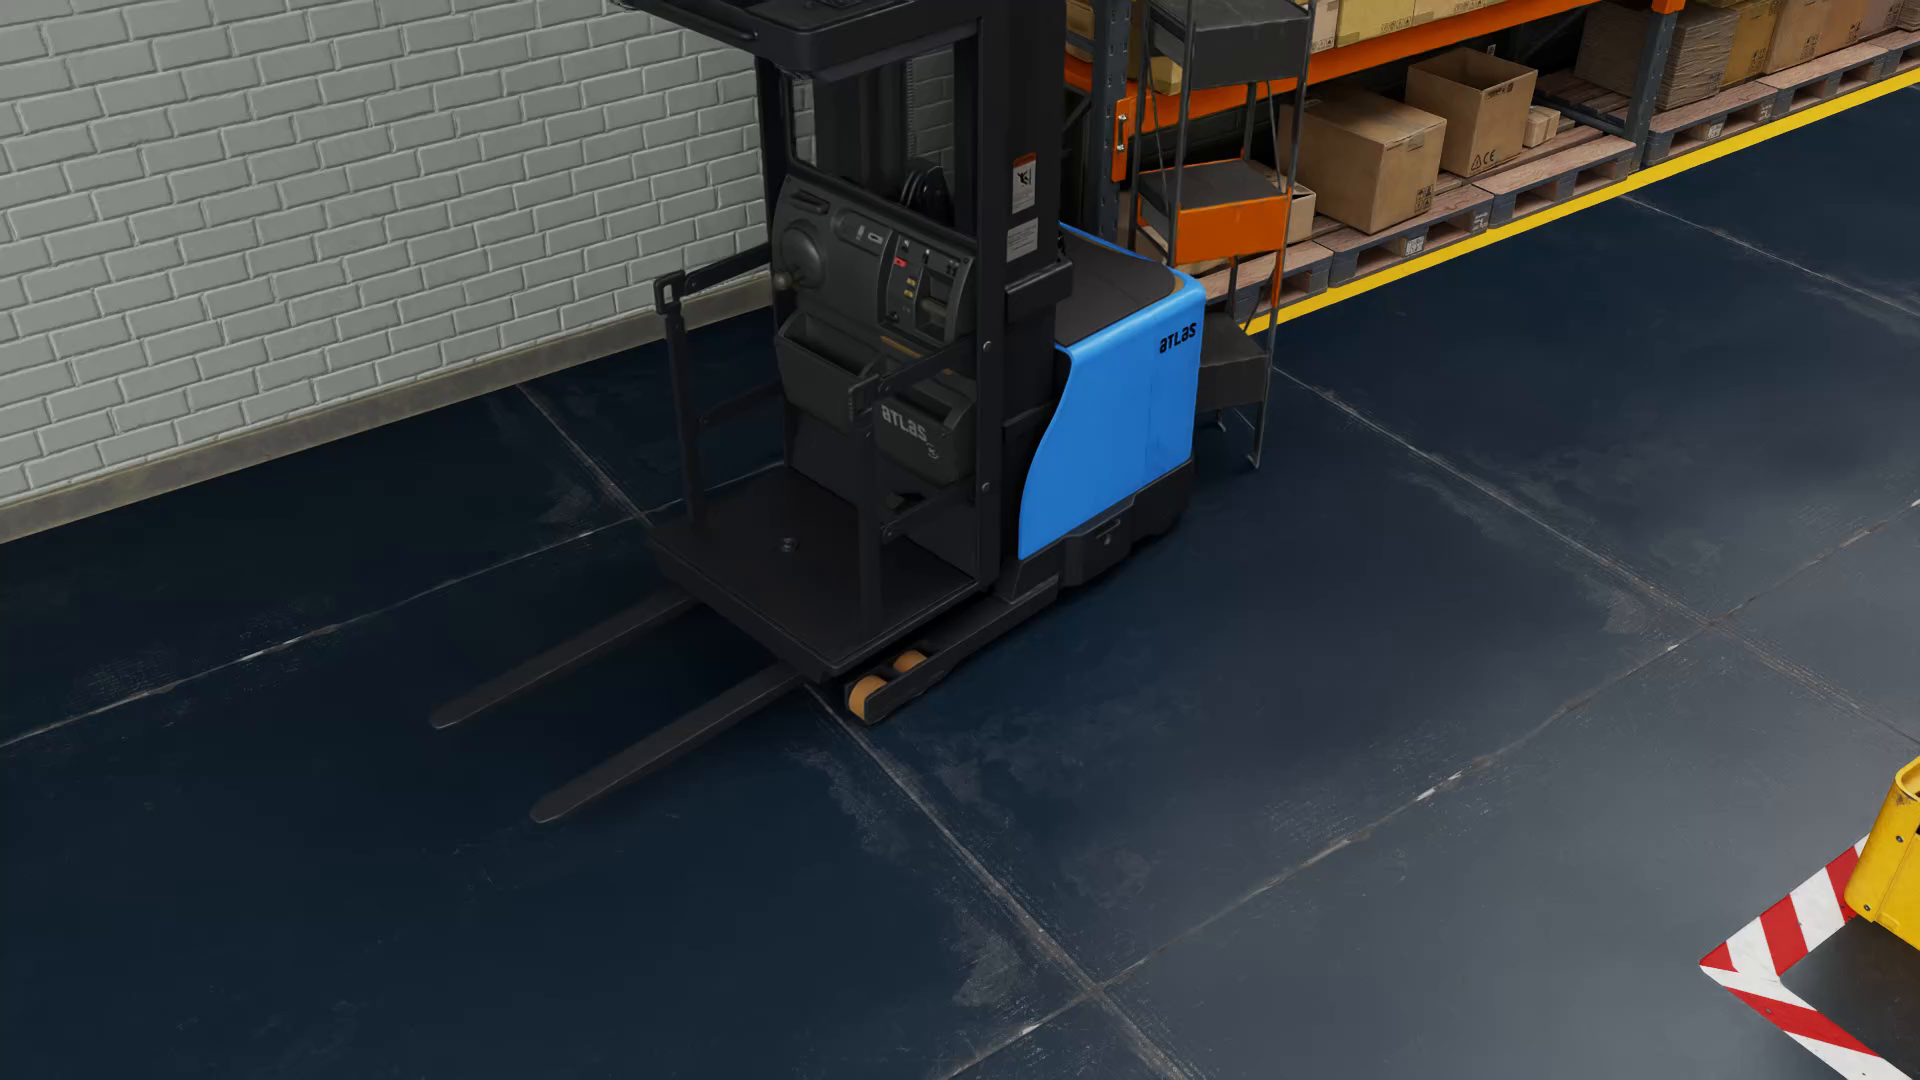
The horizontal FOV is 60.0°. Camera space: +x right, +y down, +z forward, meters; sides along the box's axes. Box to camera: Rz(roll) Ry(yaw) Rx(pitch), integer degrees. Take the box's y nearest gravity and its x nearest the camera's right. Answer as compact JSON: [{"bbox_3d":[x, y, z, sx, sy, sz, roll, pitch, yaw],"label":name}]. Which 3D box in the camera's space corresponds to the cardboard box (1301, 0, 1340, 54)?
[{"bbox_3d":[1.372,-2.392,7.619,0.500,0.250,0.500,-24,42,-29],"label":"cardboard box"}]

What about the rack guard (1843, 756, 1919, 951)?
[{"bbox_3d":[3.211,1.135,4.744,0.348,0.500,1.175,-22,41,-28],"label":"rack guard"}]

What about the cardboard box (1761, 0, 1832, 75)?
[{"bbox_3d":[5.069,-3.366,10.625,0.500,0.500,0.700,-22,41,-27],"label":"cardboard box"}]

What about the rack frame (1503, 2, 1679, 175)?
[{"bbox_3d":[3.643,-3.597,9.182,0.127,3.000,1.000,-22,41,-28],"label":"rack frame"}]

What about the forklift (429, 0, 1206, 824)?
[{"bbox_3d":[-0.457,-0.889,5.476,3.031,2.935,1.130,-30,45,-35],"label":"forklift"}]

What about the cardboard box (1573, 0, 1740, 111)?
[{"bbox_3d":[4.235,-3.016,10.138,0.500,0.500,0.700,-21,41,-26],"label":"cardboard box"}]

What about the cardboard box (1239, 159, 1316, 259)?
[{"bbox_3d":[1.457,-1.720,8.498,0.500,0.311,0.500,-19,40,-24],"label":"cardboard box"}]

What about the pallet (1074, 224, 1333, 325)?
[{"bbox_3d":[1.120,-1.401,8.517,1.213,0.211,1.003,-22,41,-28],"label":"pallet"}]

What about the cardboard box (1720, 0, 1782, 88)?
[{"bbox_3d":[4.629,-3.214,10.413,0.500,0.500,0.700,-23,42,-29],"label":"cardboard box"}]

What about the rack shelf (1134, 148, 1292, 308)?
[{"bbox_3d":[0.989,-1.218,6.668,0.480,0.518,0.431,-11,37,-15],"label":"rack shelf"}]

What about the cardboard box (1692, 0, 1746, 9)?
[{"bbox_3d":[4.593,-3.470,10.128,0.500,0.250,0.500,-23,42,-29],"label":"cardboard box"}]

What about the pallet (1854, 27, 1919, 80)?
[{"bbox_3d":[6.273,-3.548,11.502,1.213,0.211,1.003,-22,41,-28],"label":"pallet"}]

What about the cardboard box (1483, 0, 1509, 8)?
[{"bbox_3d":[2.616,-2.900,8.324,0.500,0.250,0.500,-23,41,-28],"label":"cardboard box"}]

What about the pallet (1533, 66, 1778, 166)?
[{"bbox_3d":[4.279,-2.727,10.361,1.213,0.211,1.003,-22,41,-28],"label":"pallet"}]

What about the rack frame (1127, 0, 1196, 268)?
[{"bbox_3d":[0.758,-1.182,6.595,0.015,2.100,0.400,-11,37,-15],"label":"rack frame"}]

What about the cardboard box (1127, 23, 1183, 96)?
[{"bbox_3d":[0.955,-2.211,7.366,0.500,0.250,0.500,-24,42,-29],"label":"cardboard box"}]

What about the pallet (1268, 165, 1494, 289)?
[{"bbox_3d":[2.116,-1.809,9.084,1.213,0.211,1.003,-22,41,-28],"label":"pallet"}]

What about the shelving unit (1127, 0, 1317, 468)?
[{"bbox_3d":[0.989,-1.229,6.660,0.503,2.100,0.431,-11,37,-15],"label":"shelving unit"}]

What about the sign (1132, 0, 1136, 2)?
[{"bbox_3d":[0.686,-2.344,6.698,0.005,0.325,0.100,-22,41,-28],"label":"sign"}]

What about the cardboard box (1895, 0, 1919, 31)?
[{"bbox_3d":[6.354,-3.839,11.282,0.500,0.500,0.700,-22,41,-27],"label":"cardboard box"}]

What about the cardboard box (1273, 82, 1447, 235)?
[{"bbox_3d":[2.085,-2.019,8.753,0.500,0.500,0.700,-25,43,-31],"label":"cardboard box"}]

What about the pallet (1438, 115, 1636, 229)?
[{"bbox_3d":[3.115,-2.222,9.658,1.213,0.211,1.003,-22,41,-28],"label":"pallet"}]

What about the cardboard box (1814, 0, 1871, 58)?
[{"bbox_3d":[5.476,-3.540,10.868,0.500,0.500,0.700,-23,41,-28],"label":"cardboard box"}]

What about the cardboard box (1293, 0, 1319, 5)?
[{"bbox_3d":[1.347,-2.681,7.378,0.500,0.500,0.500,-22,41,-28],"label":"cardboard box"}]

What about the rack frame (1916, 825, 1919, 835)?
[{"bbox_3d":[3.230,0.112,4.025,0.127,3.000,1.000,-22,41,-28],"label":"rack frame"}]

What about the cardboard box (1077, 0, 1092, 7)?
[{"bbox_3d":[0.636,-2.763,7.491,0.500,0.500,0.500,-23,42,-28],"label":"cardboard box"}]

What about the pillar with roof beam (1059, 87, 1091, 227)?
[{"bbox_3d":[2.927,-3.280,3.604,0.400,9.000,9.100,-22,41,-28],"label":"pillar with roof beam"}]

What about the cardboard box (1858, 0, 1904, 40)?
[{"bbox_3d":[5.866,-3.721,11.119,0.500,0.500,0.700,-22,41,-28],"label":"cardboard box"}]

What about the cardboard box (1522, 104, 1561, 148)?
[{"bbox_3d":[3.223,-2.431,9.610,0.250,0.166,0.380,-28,44,-33],"label":"cardboard box"}]

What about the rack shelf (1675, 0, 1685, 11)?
[{"bbox_3d":[5.278,-3.977,10.327,4.000,0.370,1.077,-22,41,-28],"label":"rack shelf"}]

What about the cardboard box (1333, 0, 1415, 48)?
[{"bbox_3d":[1.791,-2.561,7.853,0.500,0.250,0.500,-23,42,-29],"label":"cardboard box"}]

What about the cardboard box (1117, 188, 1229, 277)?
[{"bbox_3d":[0.991,-1.528,8.231,0.500,0.311,0.500,-28,44,-33],"label":"cardboard box"}]

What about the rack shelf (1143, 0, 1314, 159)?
[{"bbox_3d":[0.989,-1.786,6.260,0.480,0.518,0.431,-11,37,-15],"label":"rack shelf"}]

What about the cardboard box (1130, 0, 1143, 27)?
[{"bbox_3d":[0.937,-2.520,7.154,0.500,0.500,0.500,-22,41,-28],"label":"cardboard box"}]

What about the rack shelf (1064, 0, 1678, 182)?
[{"bbox_3d":[2.008,-2.632,8.456,4.000,0.370,1.077,-22,41,-28],"label":"rack shelf"}]

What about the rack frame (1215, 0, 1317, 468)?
[{"bbox_3d":[1.219,-1.276,6.726,0.015,2.100,0.400,-11,37,-15],"label":"rack frame"}]

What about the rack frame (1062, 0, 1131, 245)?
[{"bbox_3d":[0.374,-2.251,7.311,0.127,3.000,1.000,-22,41,-28],"label":"rack frame"}]

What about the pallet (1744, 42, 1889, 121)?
[{"bbox_3d":[5.277,-3.140,10.935,1.213,0.211,1.003,-22,41,-28],"label":"pallet"}]

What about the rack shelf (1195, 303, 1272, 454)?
[{"bbox_3d":[0.989,-0.650,7.077,0.480,0.518,0.431,-11,37,-15],"label":"rack shelf"}]

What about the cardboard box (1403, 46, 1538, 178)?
[{"bbox_3d":[2.818,-2.392,9.271,0.500,0.500,0.500,-26,43,-31],"label":"cardboard box"}]

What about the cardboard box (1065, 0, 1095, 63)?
[{"bbox_3d":[0.644,-2.448,7.696,0.500,0.250,0.500,-22,41,-27],"label":"cardboard box"}]

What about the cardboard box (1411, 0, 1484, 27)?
[{"bbox_3d":[2.206,-2.730,8.088,0.500,0.250,0.500,-22,41,-27],"label":"cardboard box"}]

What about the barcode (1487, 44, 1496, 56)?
[{"bbox_3d":[3.064,-2.823,9.596,0.075,0.075,0.001,-22,41,-28],"label":"barcode"}]
